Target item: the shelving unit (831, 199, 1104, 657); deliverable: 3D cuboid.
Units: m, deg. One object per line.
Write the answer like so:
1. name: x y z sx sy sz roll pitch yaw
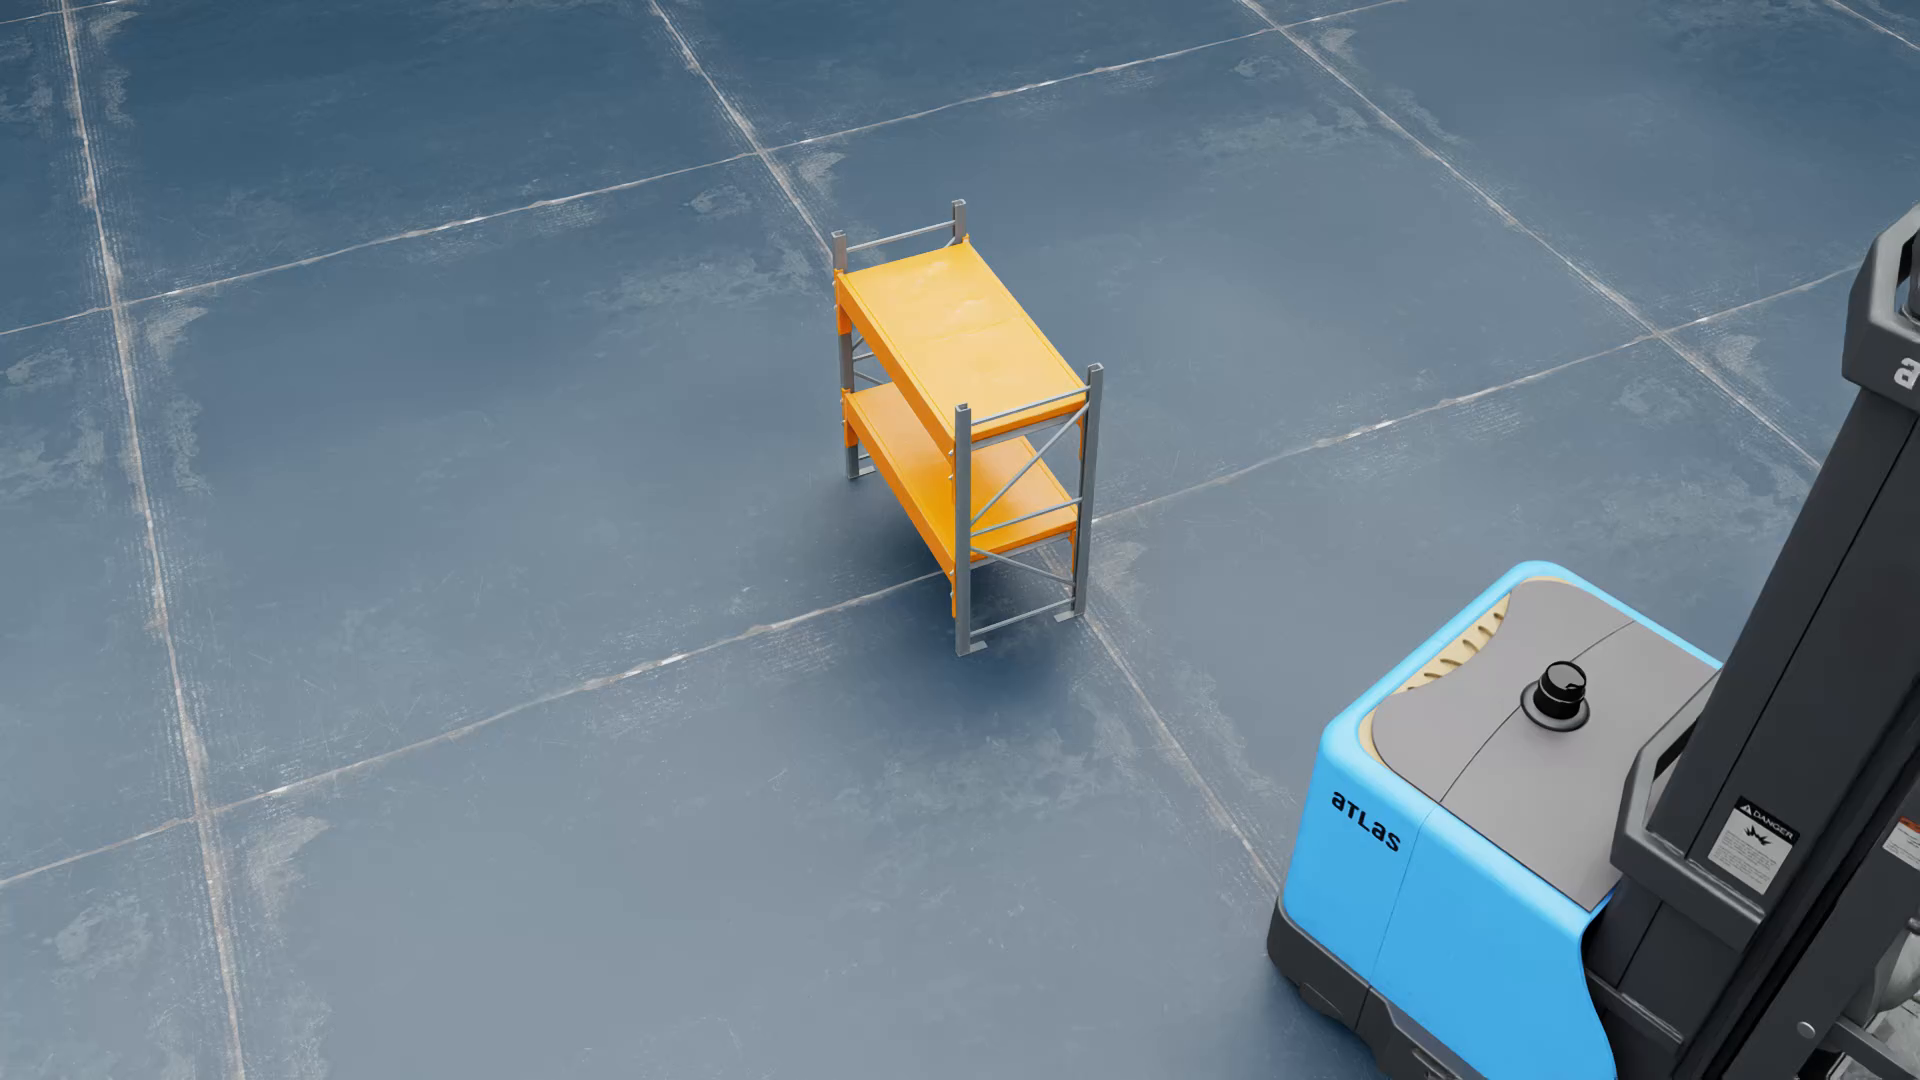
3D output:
1. shelving unit: 0.003 -0.396 5.851 0.538 1.125 1.048 -18 47 -17

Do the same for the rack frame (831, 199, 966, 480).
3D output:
1. rack frame: -0.211 -0.720 6.179 0.500 1.125 0.032 -18 47 -17

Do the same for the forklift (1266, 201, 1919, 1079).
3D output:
1. forklift: 2.277 0.743 3.410 1.130 2.935 3.031 -33 53 -29

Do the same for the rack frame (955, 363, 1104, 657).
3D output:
1. rack frame: 0.217 -0.072 5.522 0.500 1.125 0.032 -18 47 -17

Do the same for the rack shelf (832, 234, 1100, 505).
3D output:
1. rack shelf: 0.003 -0.604 5.645 0.538 0.278 1.000 -18 47 -17

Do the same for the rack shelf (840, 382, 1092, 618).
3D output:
1. rack shelf: 0.003 -0.222 6.022 0.538 0.278 1.000 -18 47 -17
